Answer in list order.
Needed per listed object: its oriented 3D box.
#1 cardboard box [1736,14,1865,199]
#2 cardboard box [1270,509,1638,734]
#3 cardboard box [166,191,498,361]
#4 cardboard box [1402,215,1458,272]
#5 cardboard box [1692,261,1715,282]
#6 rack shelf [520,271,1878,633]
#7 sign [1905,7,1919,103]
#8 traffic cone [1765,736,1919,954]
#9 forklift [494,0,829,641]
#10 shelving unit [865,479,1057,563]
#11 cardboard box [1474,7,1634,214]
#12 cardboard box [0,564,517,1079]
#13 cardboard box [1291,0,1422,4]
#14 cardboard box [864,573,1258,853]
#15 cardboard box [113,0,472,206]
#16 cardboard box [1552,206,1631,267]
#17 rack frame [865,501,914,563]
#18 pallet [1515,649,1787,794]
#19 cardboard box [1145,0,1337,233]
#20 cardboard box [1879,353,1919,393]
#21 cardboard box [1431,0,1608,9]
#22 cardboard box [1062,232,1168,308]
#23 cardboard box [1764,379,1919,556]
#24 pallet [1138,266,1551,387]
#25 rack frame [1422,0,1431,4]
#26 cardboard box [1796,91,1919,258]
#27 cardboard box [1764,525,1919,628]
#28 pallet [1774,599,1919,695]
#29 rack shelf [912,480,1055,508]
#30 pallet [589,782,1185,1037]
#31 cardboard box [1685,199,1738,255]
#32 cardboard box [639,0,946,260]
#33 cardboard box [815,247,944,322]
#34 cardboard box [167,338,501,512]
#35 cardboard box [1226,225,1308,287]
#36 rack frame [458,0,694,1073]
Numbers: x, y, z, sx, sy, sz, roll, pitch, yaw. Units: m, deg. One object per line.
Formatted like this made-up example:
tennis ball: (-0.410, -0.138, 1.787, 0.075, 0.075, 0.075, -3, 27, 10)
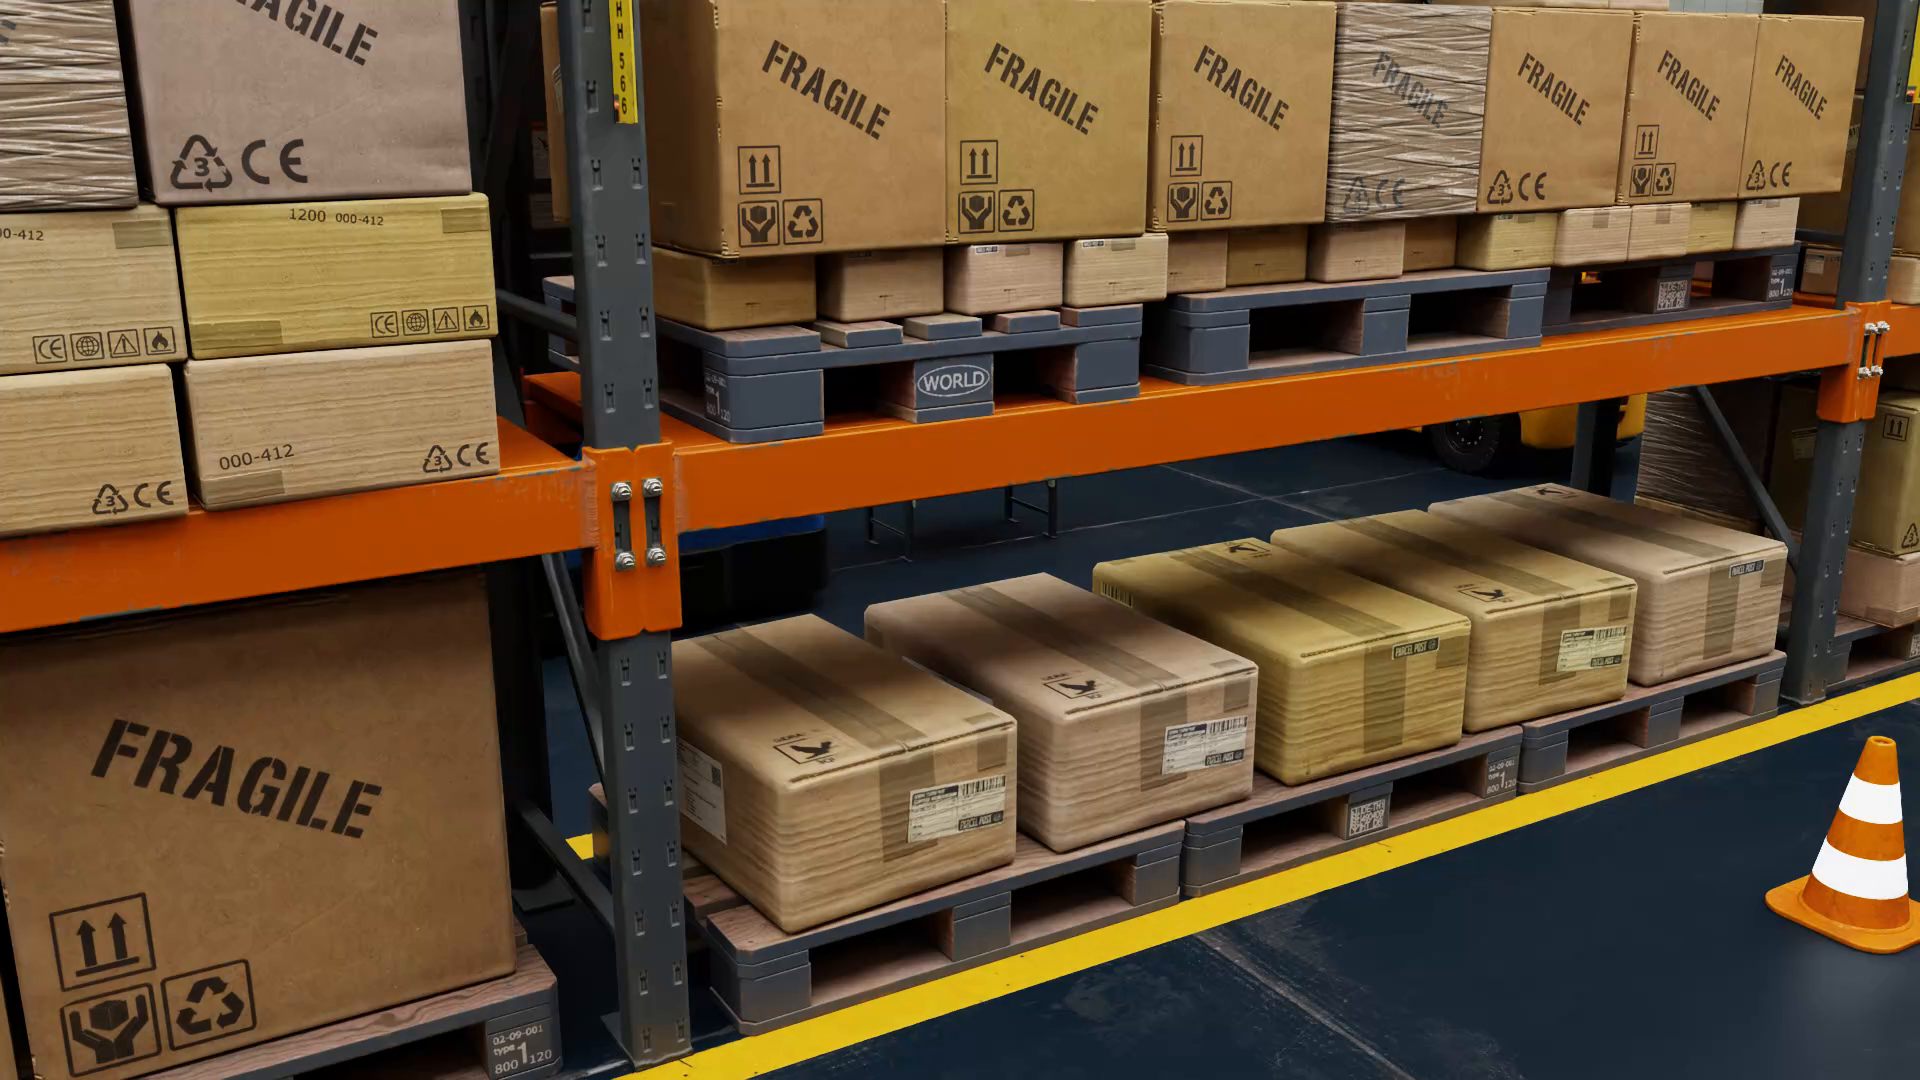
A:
cardboard box: (2.275, -1.293, 4.950, 0.500, 0.500, 0.500, -10, 18, -31)
cardboard box: (1.490, 0.221, 5.156, 0.625, 0.372, 0.950, -8, 18, -26)
cardboard box: (-1.160, -0.503, 2.999, 0.500, 0.250, 0.500, -9, 18, -30)
cardboard box: (1.094, -0.811, 4.434, 0.250, 0.149, 0.380, -10, 18, -32)
cardboard box: (2.672, -1.011, 5.924, 0.250, 0.149, 0.380, -9, 18, -30)
rack shelf: (0.839, -0.392, 4.585, 4.000, 0.370, 1.077, -9, 18, -30)
sign: (2.842, -1.446, 4.867, 0.005, 0.325, 0.100, -9, 18, -30)
traffic cone: (2.211, 0.701, 4.051, 0.334, 0.463, 0.336, -9, 18, -30)
forklift: (-2.045, -1.069, 5.794, 3.031, 2.935, 1.130, -9, 18, -30)
shelving unit: (0.006, -0.723, 7.211, 0.755, 1.500, 0.431, -9, 18, -30)
cardboard box: (1.405, -1.153, 4.453, 0.500, 0.500, 0.500, -9, 18, -28)
cardboard box: (-1.511, 0.437, 3.452, 0.875, 0.875, 0.875, -9, 18, -30)
cardboard box: (1.090, -1.564, 4.716, 0.250, 0.149, 0.380, -8, 18, -27)
cardboard box: (0.242, 0.422, 4.438, 0.625, 0.372, 0.950, -10, 18, -31)
cardboard box: (-1.184, -0.858, 2.875, 0.500, 0.500, 0.500, -10, 18, -31)
cardboard box: (1.600, -0.850, 4.571, 0.250, 0.149, 0.380, -9, 18, -29)
rack frame: (-0.308, -0.672, 7.029, 0.023, 1.500, 0.400, -9, 18, -30)
pallet: (1.886, 0.435, 5.468, 1.213, 0.211, 1.003, -9, 18, -30)
cardboard box: (0.524, -1.013, 3.951, 0.500, 0.500, 0.500, -9, 18, -29)
cardboard box: (3.336, -0.591, 5.687, 0.250, 0.149, 0.380, -9, 18, -29)
cardboard box: (1.467, -1.464, 4.358, 0.250, 0.149, 0.380, -10, 19, -32)
cardboard box: (0.263, -0.636, 3.810, 0.250, 0.149, 0.380, -9, 18, -29)
cardboard box: (3.198, -0.276, 5.762, 0.500, 0.500, 0.500, -8, 18, -27)
pallet: (0.800, -0.653, 4.537, 1.213, 0.211, 1.003, -9, 18, -30)
rack frame: (3.422, -2.721, 11.558, 0.127, 3.000, 1.000, -9, 18, -30)
cardboard box: (3.074, -1.205, 5.414, 0.500, 0.500, 0.500, -9, 18, -30)
cardboard box: (3.198, 0.086, 5.863, 0.500, 0.250, 0.500, -10, 19, -32)
pallet: (3.111, 0.224, 6.218, 1.213, 0.211, 1.003, -9, 18, -30)
rack shelf: (0.006, -0.409, 7.299, 0.720, 0.370, 0.431, -9, 18, -30)
pallet: (-0.205, 0.774, 4.258, 1.213, 0.211, 1.003, -9, 18, -30)
cardboard box: (2.019, -0.930, 4.857, 0.250, 0.149, 0.380, -10, 18, -31)
cardboard box: (-0.371, -0.863, 3.418, 0.500, 0.500, 0.500, -10, 18, -31)
cardboard box: (-0.242, -0.576, 3.593, 0.250, 0.149, 0.380, -11, 19, -33)
cardboard box: (-1.175, -0.258, 3.051, 0.500, 0.250, 0.500, -10, 18, -32)
cardboard box: (0.651, -0.736, 4.166, 0.250, 0.149, 0.380, -8, 18, -28)
rack frame: (-0.876, -0.461, 3.496, 0.127, 3.000, 1.000, -9, 18, -30)
